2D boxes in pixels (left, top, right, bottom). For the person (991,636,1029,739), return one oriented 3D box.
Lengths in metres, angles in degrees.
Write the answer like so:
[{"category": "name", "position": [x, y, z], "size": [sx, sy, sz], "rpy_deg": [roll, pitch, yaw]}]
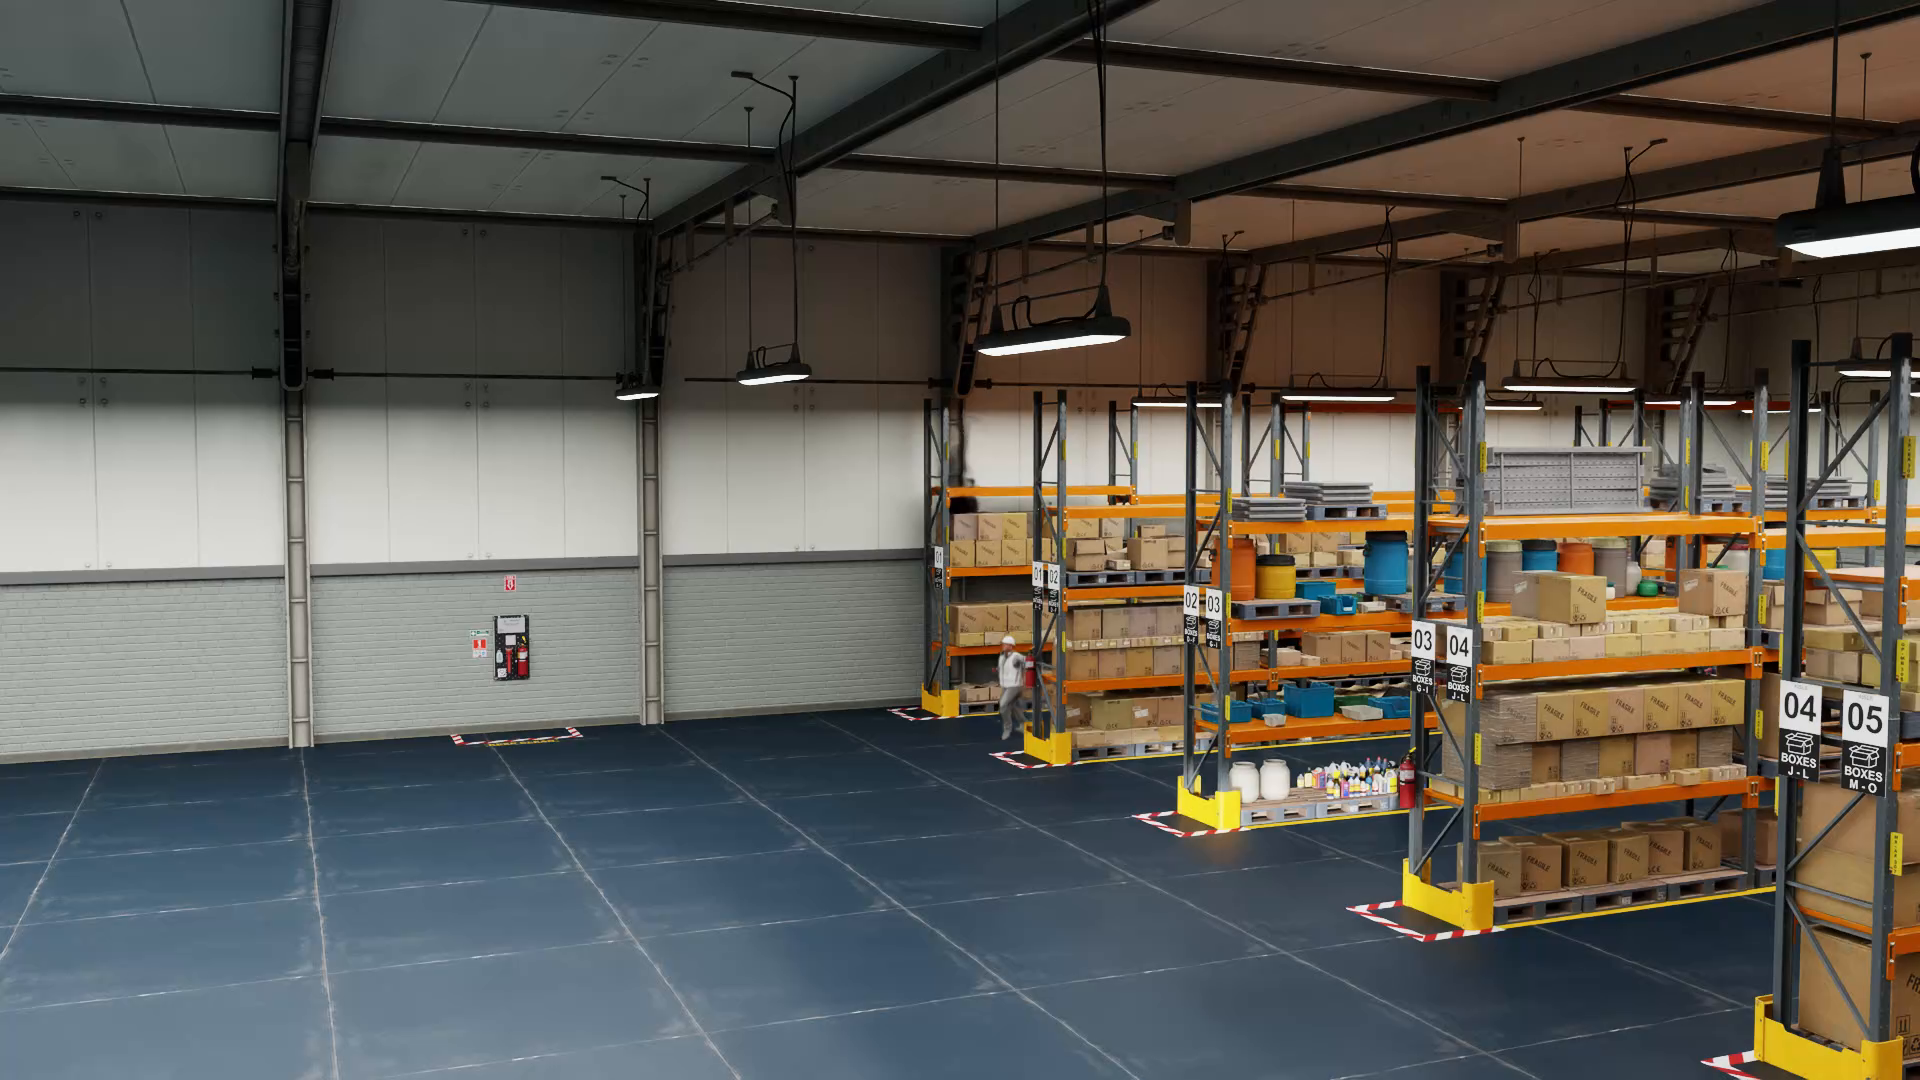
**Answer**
[{"category": "person", "position": [0.913, 2.580, 29.216], "size": [0.819, 1.808, 0.674], "rpy_deg": [-2, 4, -35]}]
